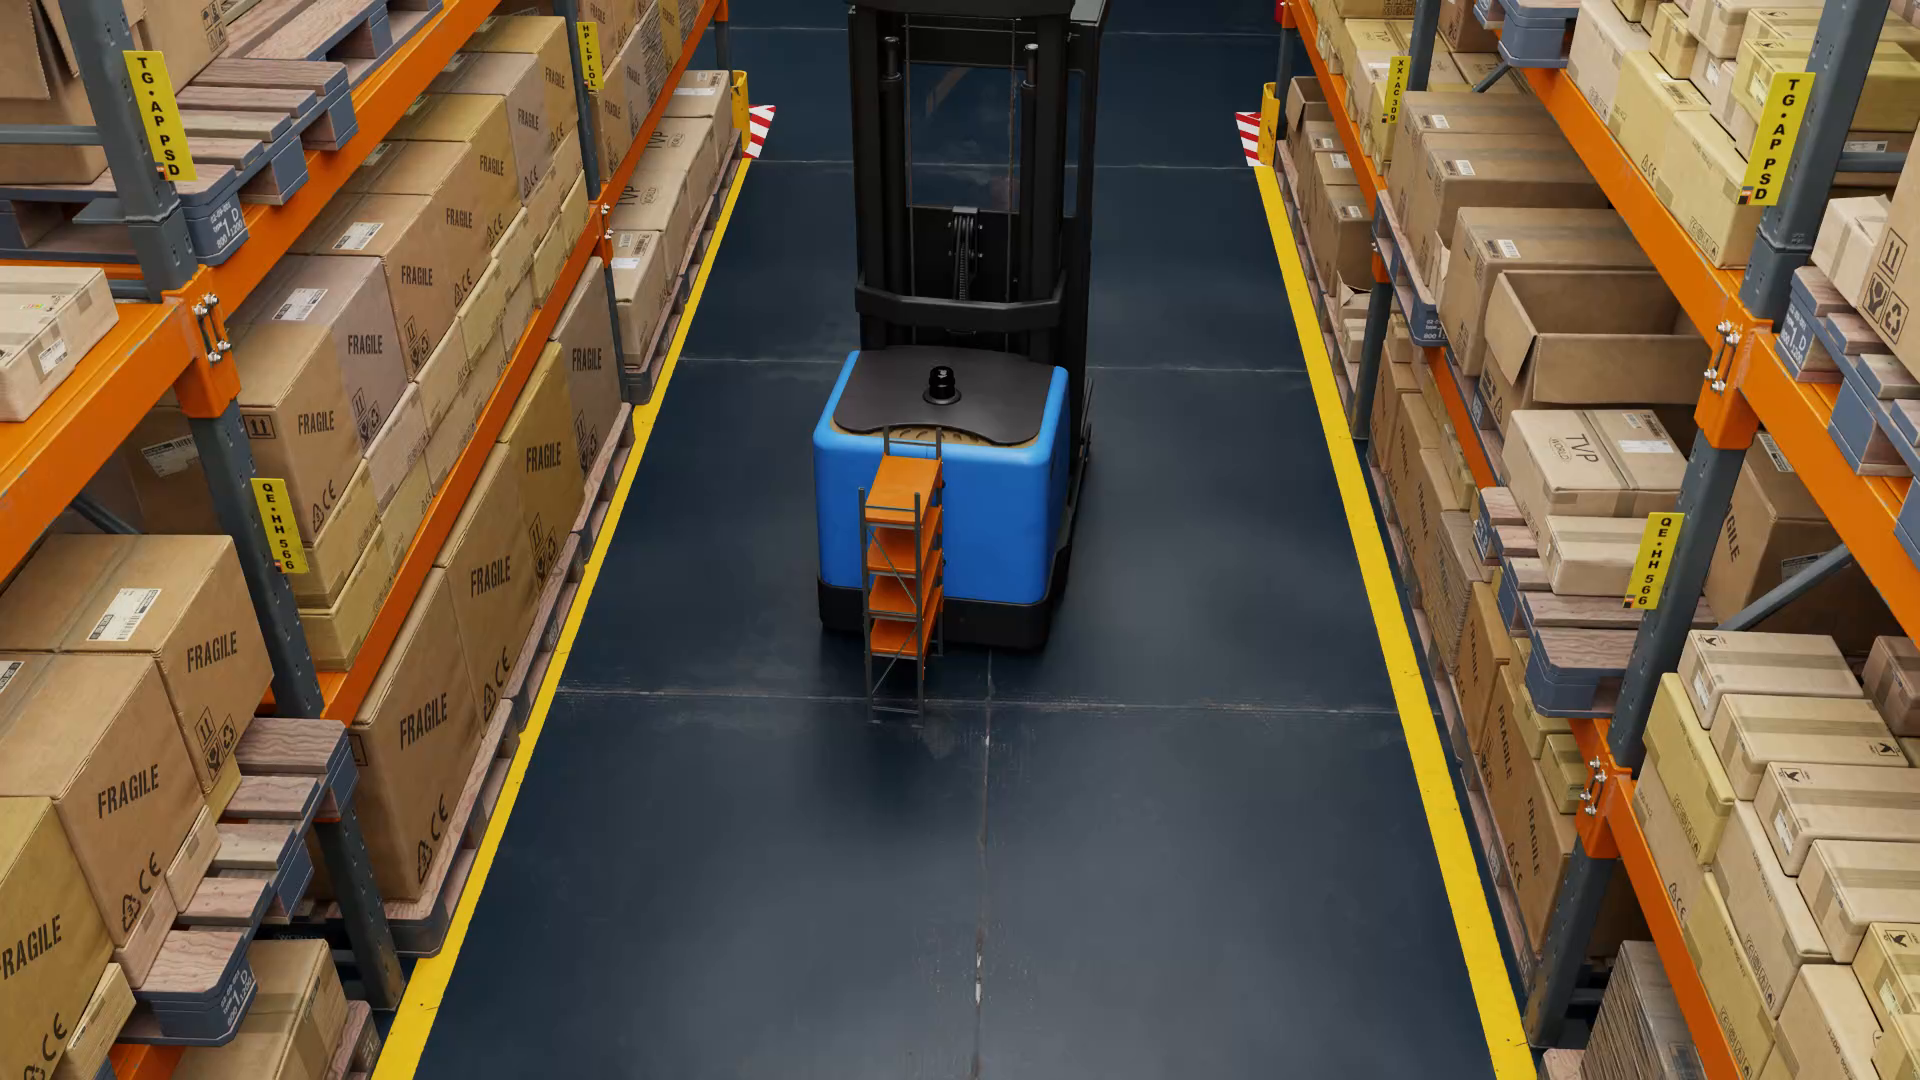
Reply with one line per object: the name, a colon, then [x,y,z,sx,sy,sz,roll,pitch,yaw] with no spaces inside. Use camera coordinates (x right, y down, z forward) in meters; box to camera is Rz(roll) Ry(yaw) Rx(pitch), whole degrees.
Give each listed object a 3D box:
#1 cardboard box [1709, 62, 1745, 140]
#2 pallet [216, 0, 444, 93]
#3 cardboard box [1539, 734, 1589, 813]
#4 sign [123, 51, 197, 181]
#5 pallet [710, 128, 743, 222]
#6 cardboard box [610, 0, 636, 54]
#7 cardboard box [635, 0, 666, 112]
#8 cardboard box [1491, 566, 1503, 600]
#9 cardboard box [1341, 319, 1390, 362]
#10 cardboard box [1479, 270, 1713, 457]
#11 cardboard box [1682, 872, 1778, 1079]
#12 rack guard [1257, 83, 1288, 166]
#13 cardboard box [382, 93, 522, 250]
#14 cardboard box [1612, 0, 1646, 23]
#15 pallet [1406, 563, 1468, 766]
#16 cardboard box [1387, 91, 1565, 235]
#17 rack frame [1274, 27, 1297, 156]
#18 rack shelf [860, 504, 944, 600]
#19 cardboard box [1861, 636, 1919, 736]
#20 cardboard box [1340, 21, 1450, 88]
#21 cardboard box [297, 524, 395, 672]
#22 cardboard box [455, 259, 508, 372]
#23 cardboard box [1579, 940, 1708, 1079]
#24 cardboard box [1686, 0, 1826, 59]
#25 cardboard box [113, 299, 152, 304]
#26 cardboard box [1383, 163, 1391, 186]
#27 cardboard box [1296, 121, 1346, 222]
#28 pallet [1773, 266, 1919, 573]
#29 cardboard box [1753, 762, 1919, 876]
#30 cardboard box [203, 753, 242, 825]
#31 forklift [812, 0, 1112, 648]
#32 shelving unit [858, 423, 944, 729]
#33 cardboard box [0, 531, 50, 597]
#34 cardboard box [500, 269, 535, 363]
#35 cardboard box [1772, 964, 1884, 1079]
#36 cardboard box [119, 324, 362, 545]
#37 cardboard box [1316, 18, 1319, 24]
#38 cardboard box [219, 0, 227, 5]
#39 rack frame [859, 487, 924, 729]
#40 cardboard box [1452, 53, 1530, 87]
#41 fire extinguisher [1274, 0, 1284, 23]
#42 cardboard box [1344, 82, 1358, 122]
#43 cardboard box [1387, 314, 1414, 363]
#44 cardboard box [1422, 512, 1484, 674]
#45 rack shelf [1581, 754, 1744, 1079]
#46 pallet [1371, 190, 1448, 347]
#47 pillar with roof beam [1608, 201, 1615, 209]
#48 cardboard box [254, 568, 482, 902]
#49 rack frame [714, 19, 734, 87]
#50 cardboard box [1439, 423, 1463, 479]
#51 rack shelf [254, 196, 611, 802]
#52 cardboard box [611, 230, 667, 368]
cardboard box: [2.274,-1.178,4.492,0.380,0.149,0.250,1,35,1]
pallet: [-2.475,-1.767,5.711,1.003,0.211,1.213,3,35,4]
cardboard box: [2.237,0.805,5.740,0.380,0.149,0.250,0,35,0]
sign: [-1.948,-1.028,4.046,0.100,0.325,0.005,1,35,2]
pallet: [-2.122,-2.598,11.763,1.003,0.211,1.213,1,35,2]
cardboard box: [-2.041,-2.910,8.825,0.500,0.500,0.500,1,35,1]
cardboard box: [-1.998,-2.781,9.511,0.500,0.500,0.500,2,35,2]
cardboard box: [2.337,0.203,6.597,0.380,0.149,0.250,1,35,1]
cardboard box: [2.360,-1.121,9.351,0.380,0.149,0.250,0,35,0]
cardboard box: [2.351,-0.647,6.107,0.797,0.503,0.637,1,35,1]
cardboard box: [2.183,1.109,4.194,0.500,0.250,0.500,1,35,1]
rack guard: [2.788,-3.021,12.114,1.175,0.500,0.348,1,35,2]
cardboard box: [-2.149,-1.501,6.820,0.500,0.500,0.500,2,35,3]
cardboard box: [2.322,-1.768,5.332,0.380,0.149,0.250,2,35,3]
pallet: [2.590,0.523,7.323,1.003,0.211,1.213,1,35,2]
cardboard box: [2.388,-1.729,7.649,0.700,0.500,0.500,2,35,3]
rack frame: [2.791,-4.087,11.457,1.000,3.000,0.127,1,35,2]
rack shelf: [-0.235,0.034,6.886,0.258,0.148,0.480,5,35,7]
cardboard box: [2.659,0.394,4.429,0.380,0.149,0.250,2,35,3]
cardboard box: [2.446,-2.722,9.386,0.500,0.250,0.500,1,35,2]
cardboard box: [-2.219,0.183,5.512,0.500,0.250,0.500,1,35,1]
cardboard box: [-2.135,-0.906,6.626,0.500,0.250,0.500,2,35,3]
cardboard box: [2.431,1.667,4.970,0.875,0.625,0.625,2,35,3]
cardboard box: [2.265,-1.448,4.619,0.380,0.149,0.250,0,35,0]
cardboard box: [-2.718,-0.651,5.612,0.500,0.500,0.500,2,35,3]
cardboard box: [2.391,-1.875,8.528,0.380,0.149,0.250,2,35,3]
cardboard box: [2.599,-2.397,10.860,0.700,0.500,0.500,3,35,4]
pallet: [2.532,-0.249,3.551,1.213,0.211,1.003,3,35,4]
cardboard box: [2.169,0.681,4.022,0.380,0.149,0.250,2,35,3]
cardboard box: [-2.206,0.677,4.531,0.380,0.149,0.250,2,35,3]
forklift: [0.099,-1.554,7.912,1.130,2.935,3.031,5,35,7]
shelving unit: [-0.235,0.162,6.976,0.258,1.200,0.503,5,35,7]
cardboard box: [-2.739,0.315,4.482,0.500,0.500,0.500,0,35,1]
cardboard box: [-2.156,-0.995,7.187,0.500,0.250,0.500,0,35,1]
cardboard box: [2.148,1.203,3.625,0.500,0.250,0.500,0,35,1]
cardboard box: [-2.226,-0.331,5.156,0.500,0.500,0.500,0,35,0]
cardboard box: [2.493,-3.359,10.639,0.380,0.149,0.250,2,35,3]
cardboard box: [-2.709,-2.063,5.515,0.500,0.500,0.500,2,35,2]
rack frame: [-0.274,0.300,6.779,0.240,1.200,0.015,5,35,7]
cardboard box: [2.934,-2.416,8.951,0.500,0.250,0.500,1,35,1]
fire extinguisher: [2.336,-3.998,11.722,0.296,0.674,0.183,1,35,2]
cardboard box: [2.386,-2.473,9.378,0.380,0.149,0.250,1,35,1]
cardboard box: [2.351,-1.004,8.314,0.380,0.149,0.250,3,35,4]
cardboard box: [2.324,0.225,7.130,0.500,0.500,0.500,0,35,0]
rack shelf: [2.390,1.952,3.489,1.077,0.370,4.000,1,35,2]
pallet: [2.490,-1.254,7.592,1.003,0.211,1.213,1,35,2]
pillar with roof beam: [-0.742,-4.722,7.143,9.100,9.000,0.400,1,35,2]
cardboard box: [-2.379,0.699,6.129,0.875,0.875,0.875,1,35,1]
rack frame: [-2.168,-4.200,11.617,1.000,3.000,0.127,1,35,2]
cardboard box: [2.373,-0.394,7.447,0.380,0.149,0.250,1,35,2]
rack shelf: [-2.409,-0.458,6.919,1.077,0.370,4.000,1,35,2]
cardboard box: [-2.197,-1.383,9.473,0.875,0.438,0.875,1,35,1]
